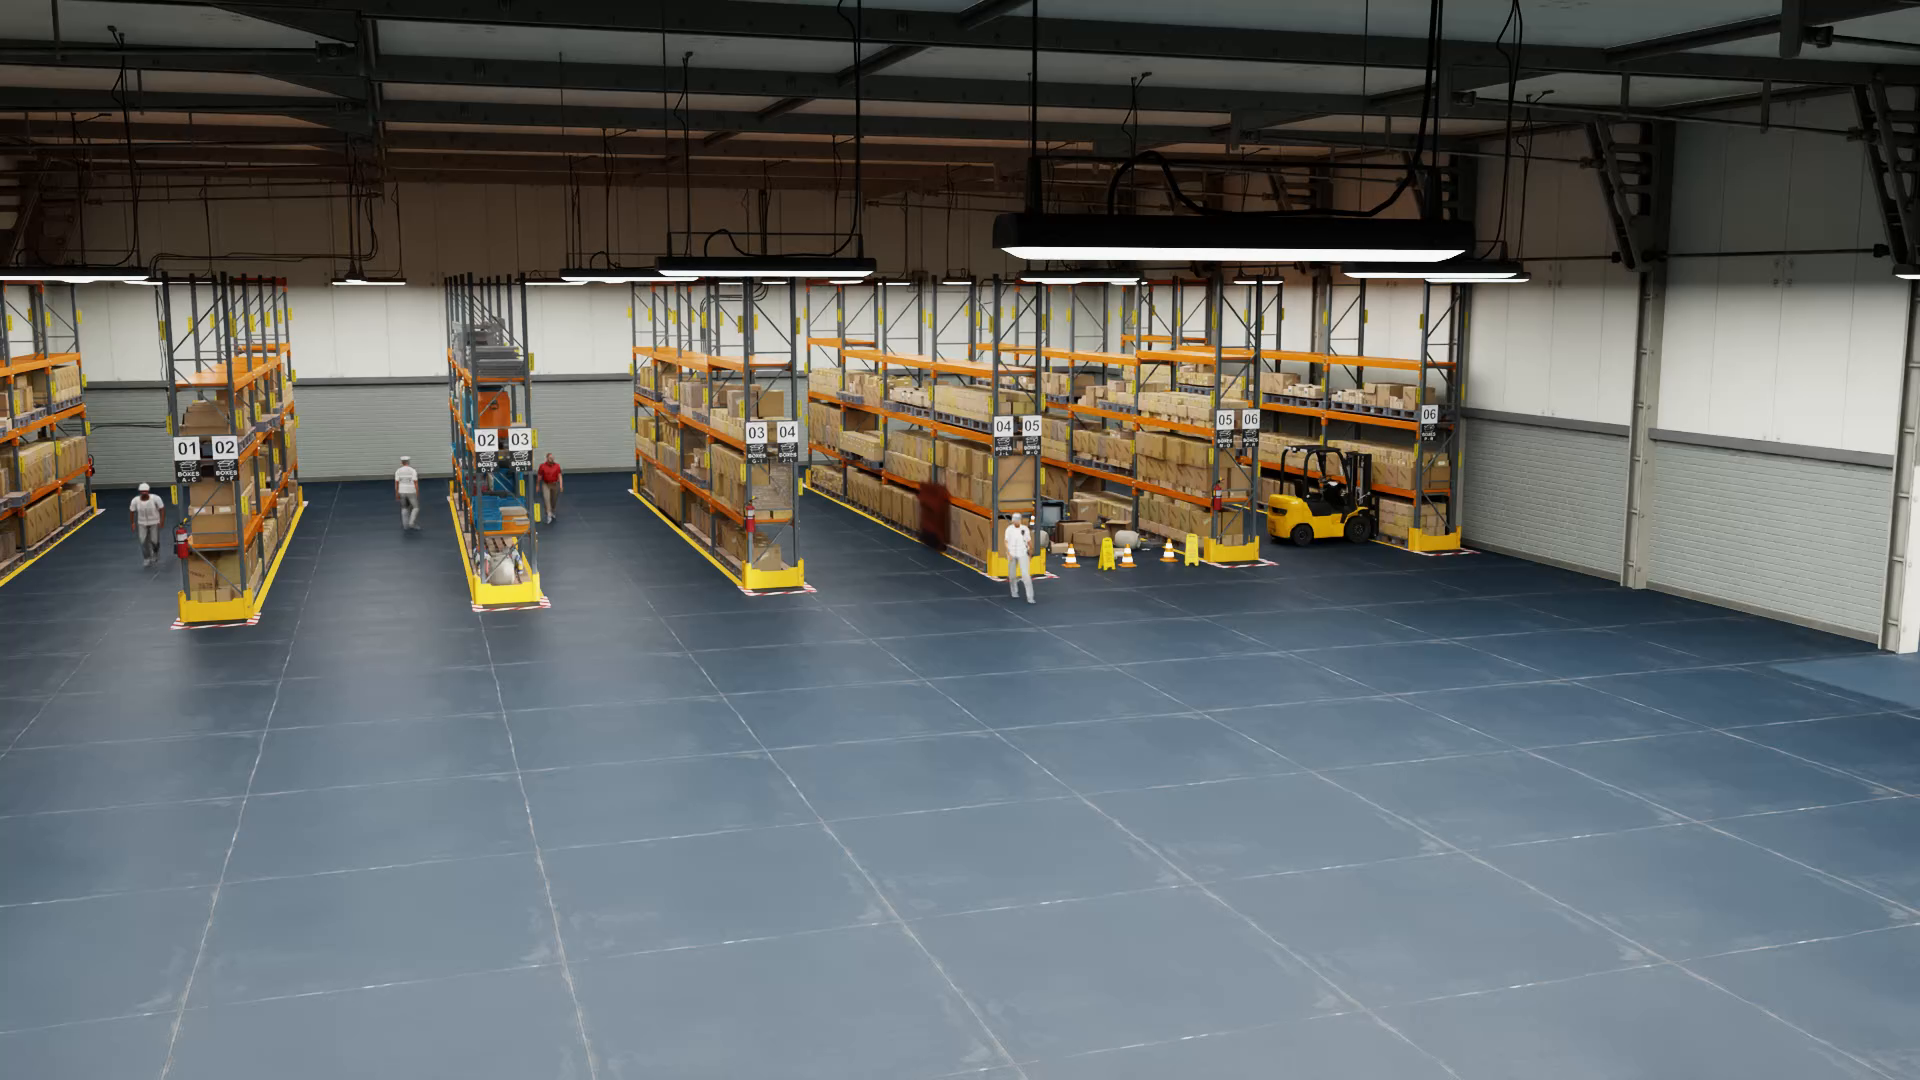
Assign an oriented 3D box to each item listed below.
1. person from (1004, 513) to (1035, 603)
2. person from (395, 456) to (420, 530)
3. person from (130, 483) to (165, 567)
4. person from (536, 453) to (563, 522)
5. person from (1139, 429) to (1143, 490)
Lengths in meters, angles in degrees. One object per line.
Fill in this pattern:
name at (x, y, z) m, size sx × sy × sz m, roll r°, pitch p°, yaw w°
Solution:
person at (1.133, 0.301, 30.735) m, size 0.656 × 1.620 × 0.759 m, roll 2°, pitch 9°, yaw 16°
person at (-13.175, -1.113, 39.639) m, size 0.576 × 1.757 × 0.533 m, roll 1°, pitch 9°, yaw 6°
person at (-16.900, -0.370, 34.612) m, size 0.670 × 1.669 × 0.634 m, roll -3°, pitch 9°, yaw -17°
person at (-10.124, -1.320, 41.078) m, size 0.618 × 1.661 × 1.062 m, roll -4°, pitch 10°, yaw -27°
person at (5.124, -2.316, 47.462) m, size 0.472 × 1.790 × 0.602 m, roll 5°, pitch 10°, yaw 28°
